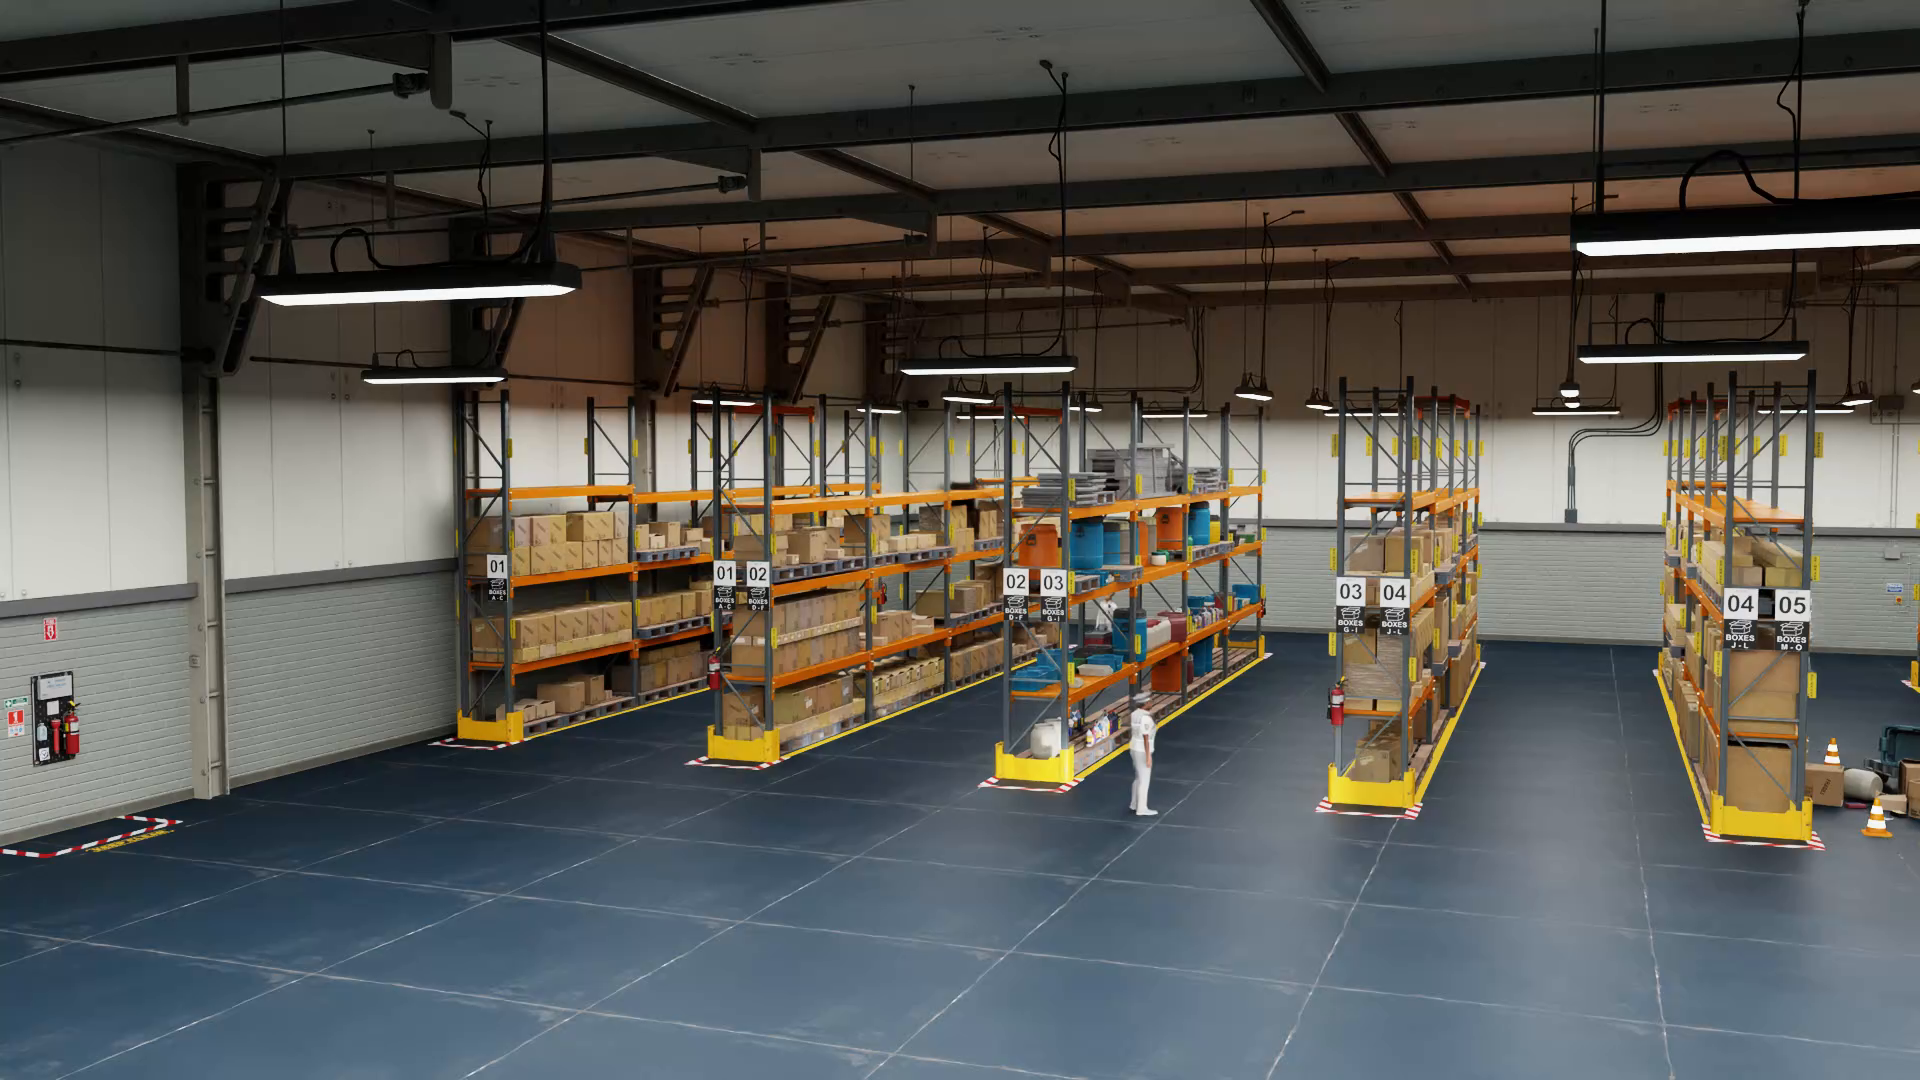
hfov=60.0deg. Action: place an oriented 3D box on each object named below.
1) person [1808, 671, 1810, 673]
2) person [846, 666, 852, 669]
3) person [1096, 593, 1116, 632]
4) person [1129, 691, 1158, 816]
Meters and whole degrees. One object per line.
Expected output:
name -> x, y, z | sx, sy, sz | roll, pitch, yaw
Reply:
person -> 17.965, 2.122, 36.171 | 0.697, 1.699, 1.045 | -3, 4, -42
person -> -2.575, 2.082, 36.655 | 0.564, 1.628, 0.493 | -2, 4, -30
person -> 3.490, 1.995, 39.398 | 0.516, 1.651, 0.688 | 1, 3, 18
person -> 2.500, 2.938, 22.751 | 0.347, 1.732, 0.539 | -1, 3, -15
